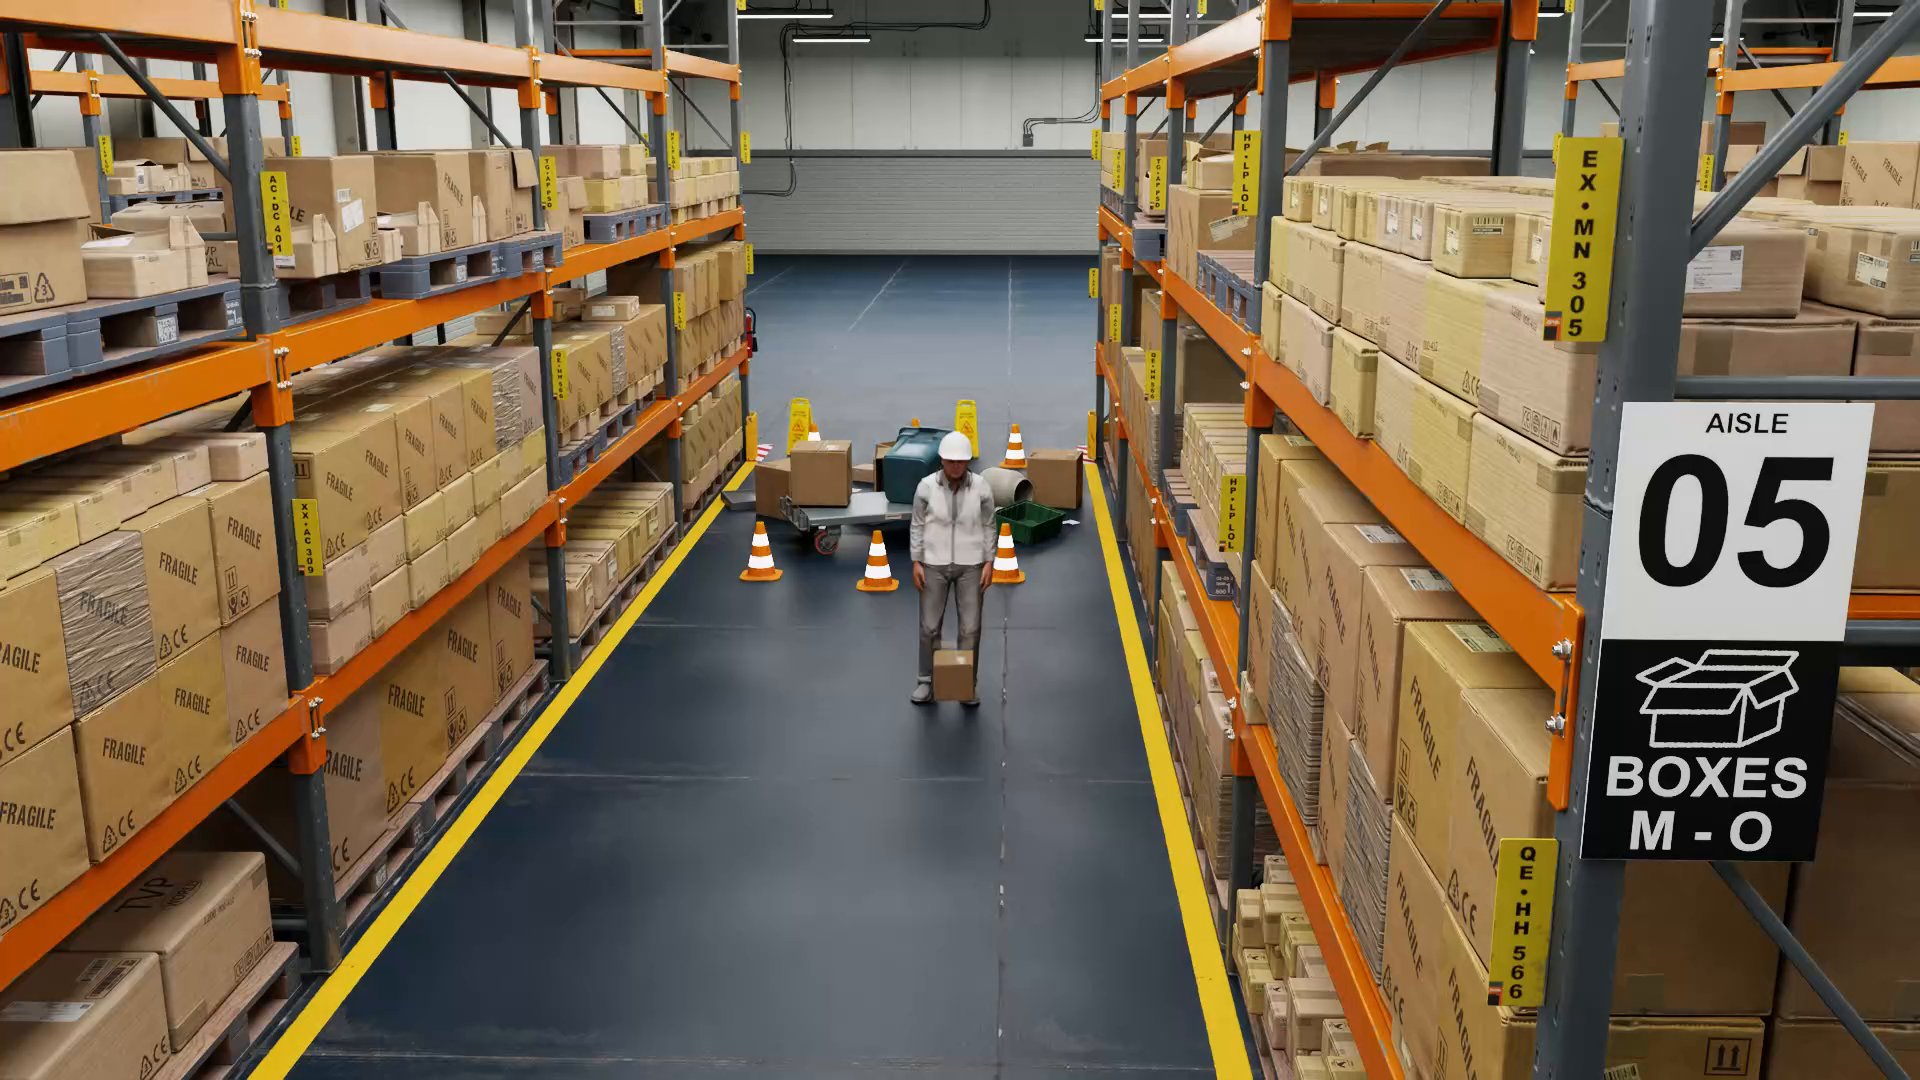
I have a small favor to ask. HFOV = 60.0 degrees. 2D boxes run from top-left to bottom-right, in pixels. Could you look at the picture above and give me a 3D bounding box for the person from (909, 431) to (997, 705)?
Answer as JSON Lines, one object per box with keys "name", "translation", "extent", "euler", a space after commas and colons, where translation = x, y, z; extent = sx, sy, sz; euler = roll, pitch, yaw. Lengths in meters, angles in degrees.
{"name": "person", "translation": [-0.052, 0.168, 10.756], "extent": [0.551, 1.773, 0.473], "euler": [0, 14, 0]}
